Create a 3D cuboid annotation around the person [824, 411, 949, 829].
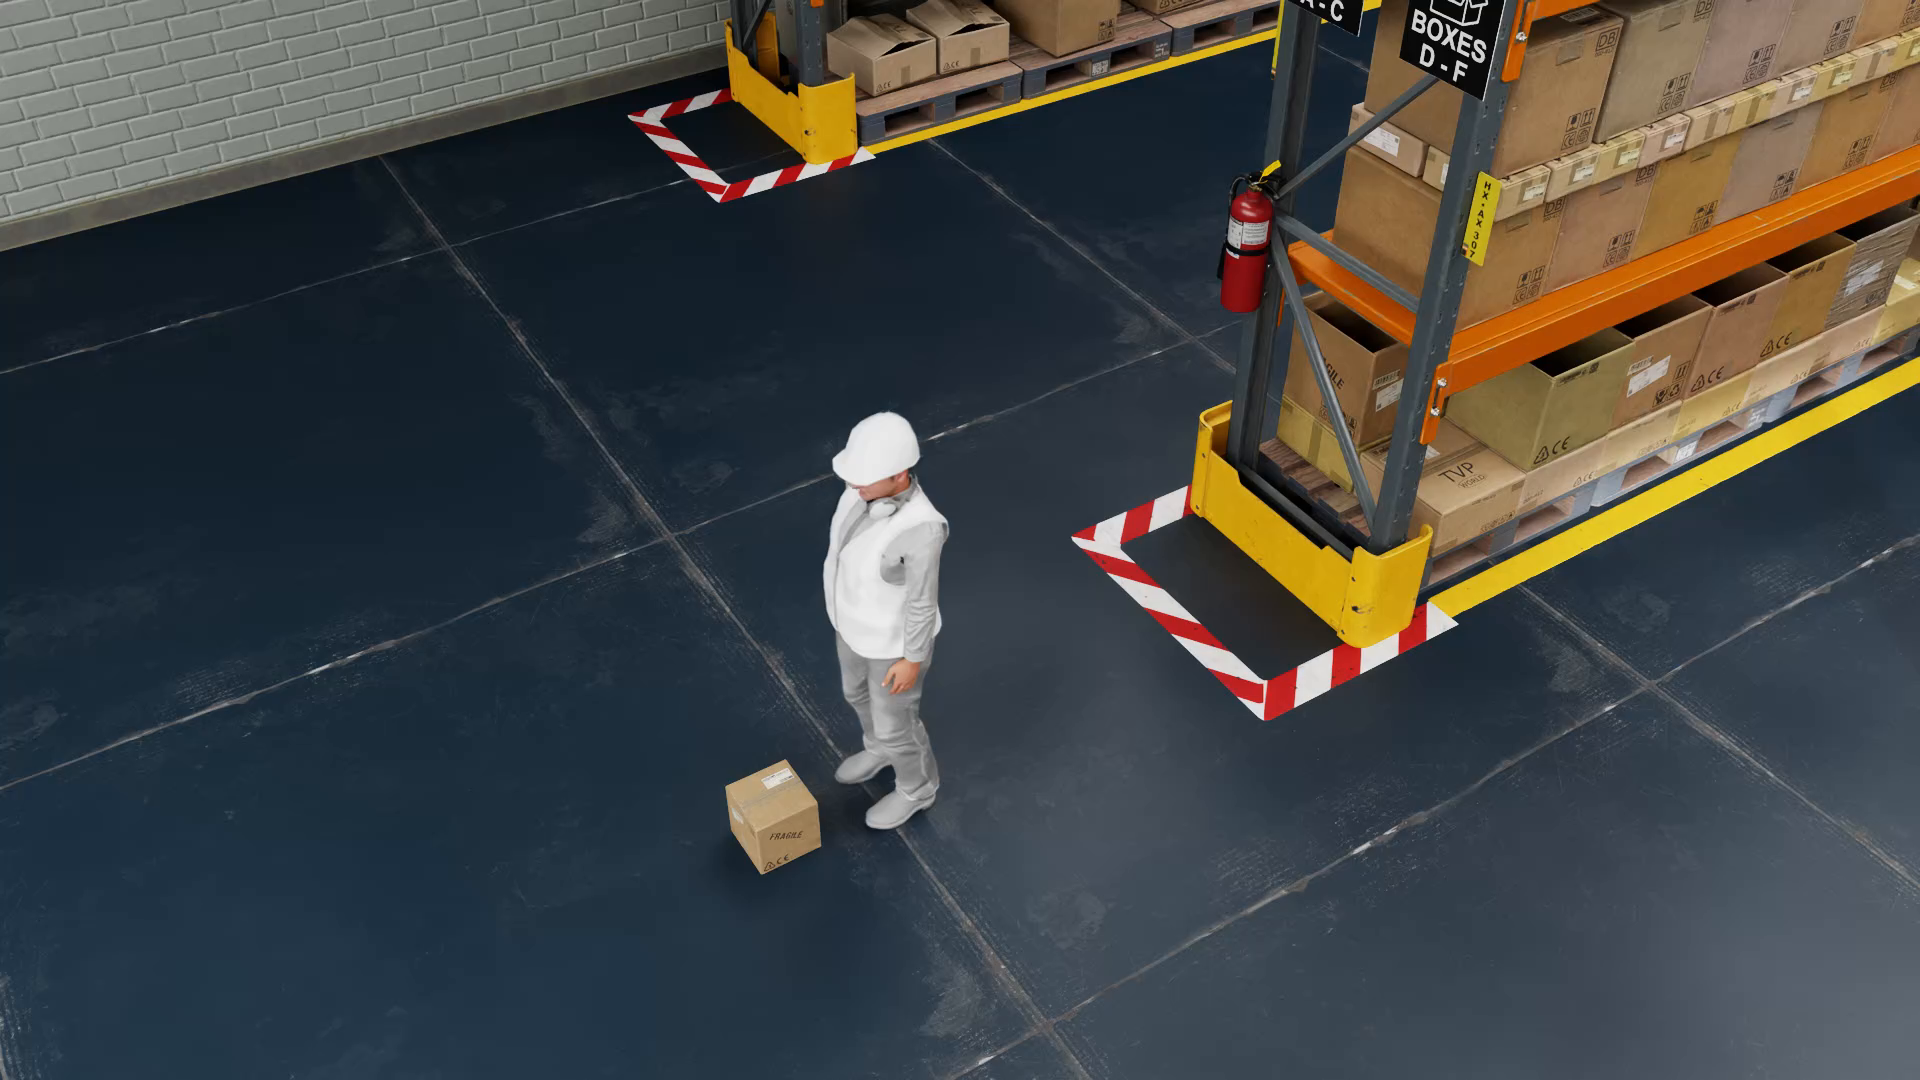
[{"bbox_3d":[-0.262,0.294,5.804,0.360,1.771,0.533,-21,45,-23],"label":"person"}]
